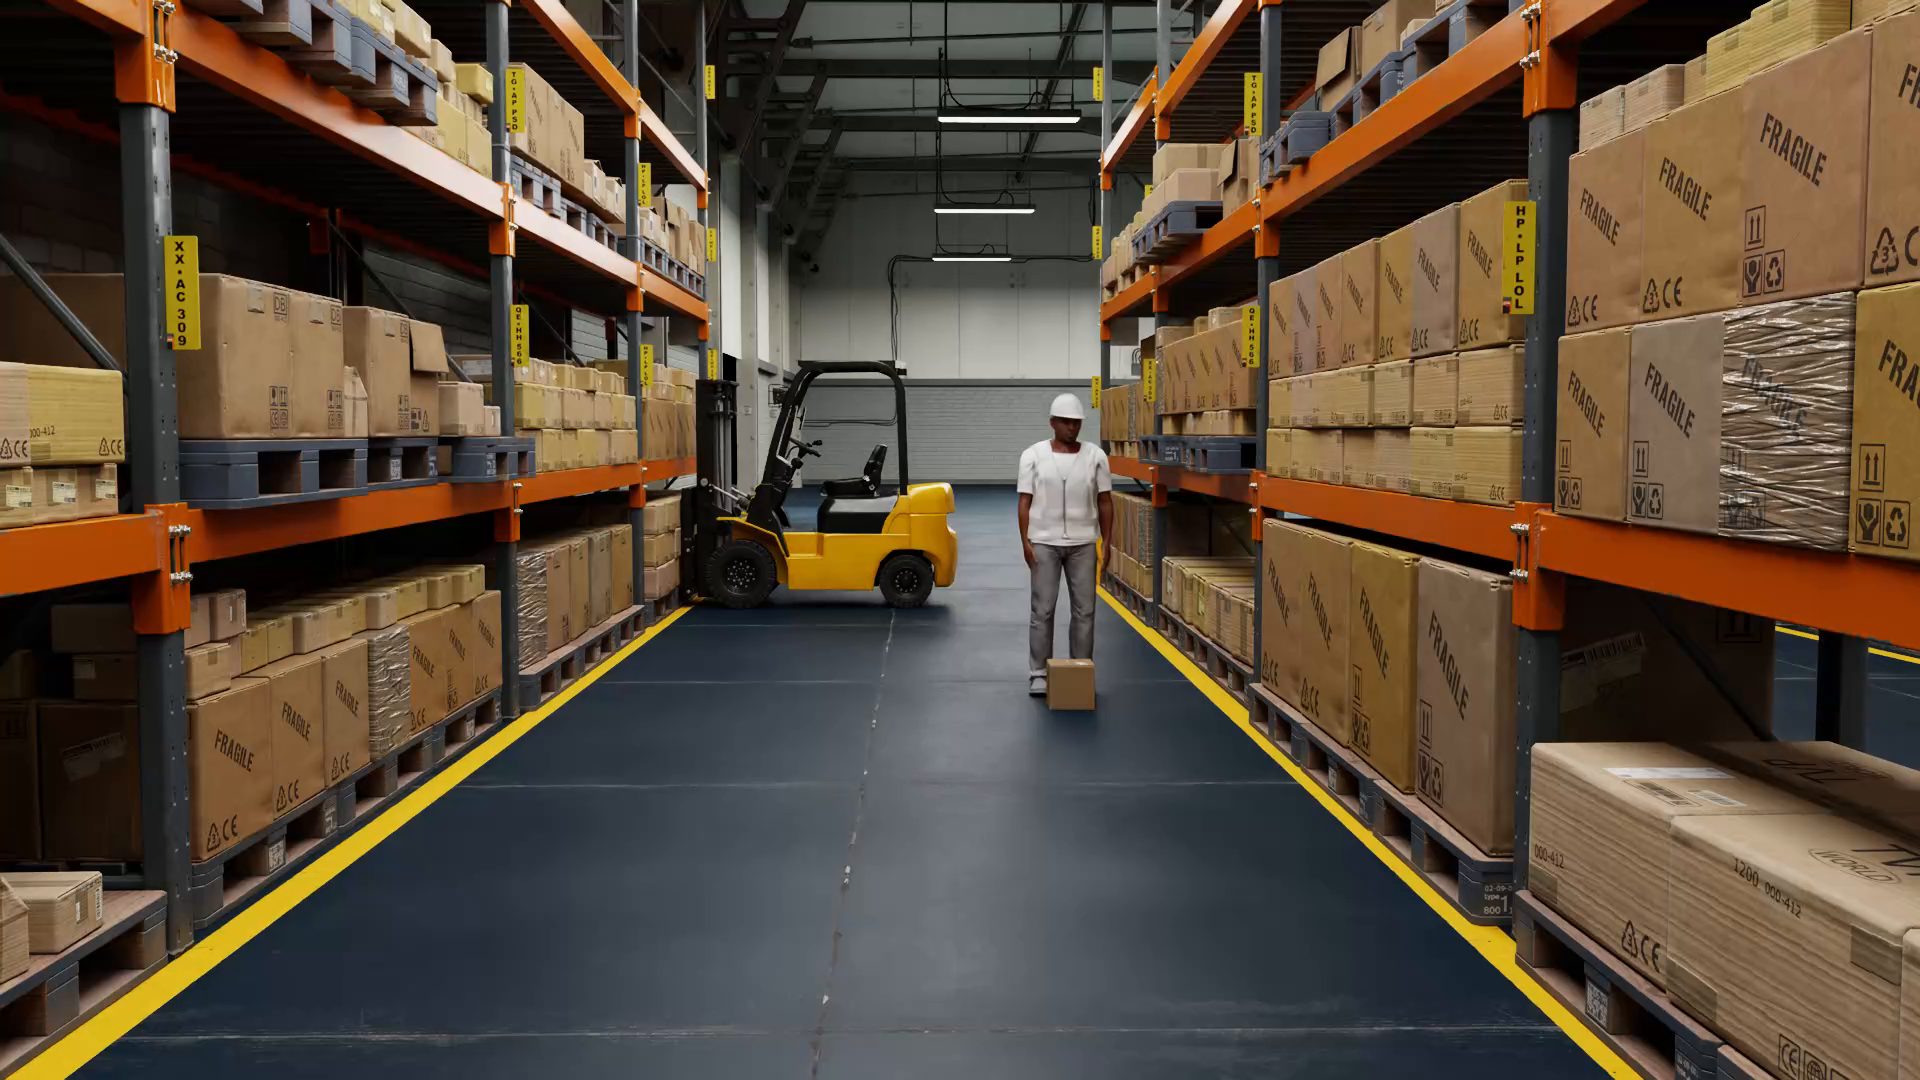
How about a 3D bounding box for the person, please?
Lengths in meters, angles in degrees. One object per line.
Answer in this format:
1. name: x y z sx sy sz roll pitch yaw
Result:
1. person: 0.620 0.021 9.746 0.565 1.763 0.363 0 4 -2
